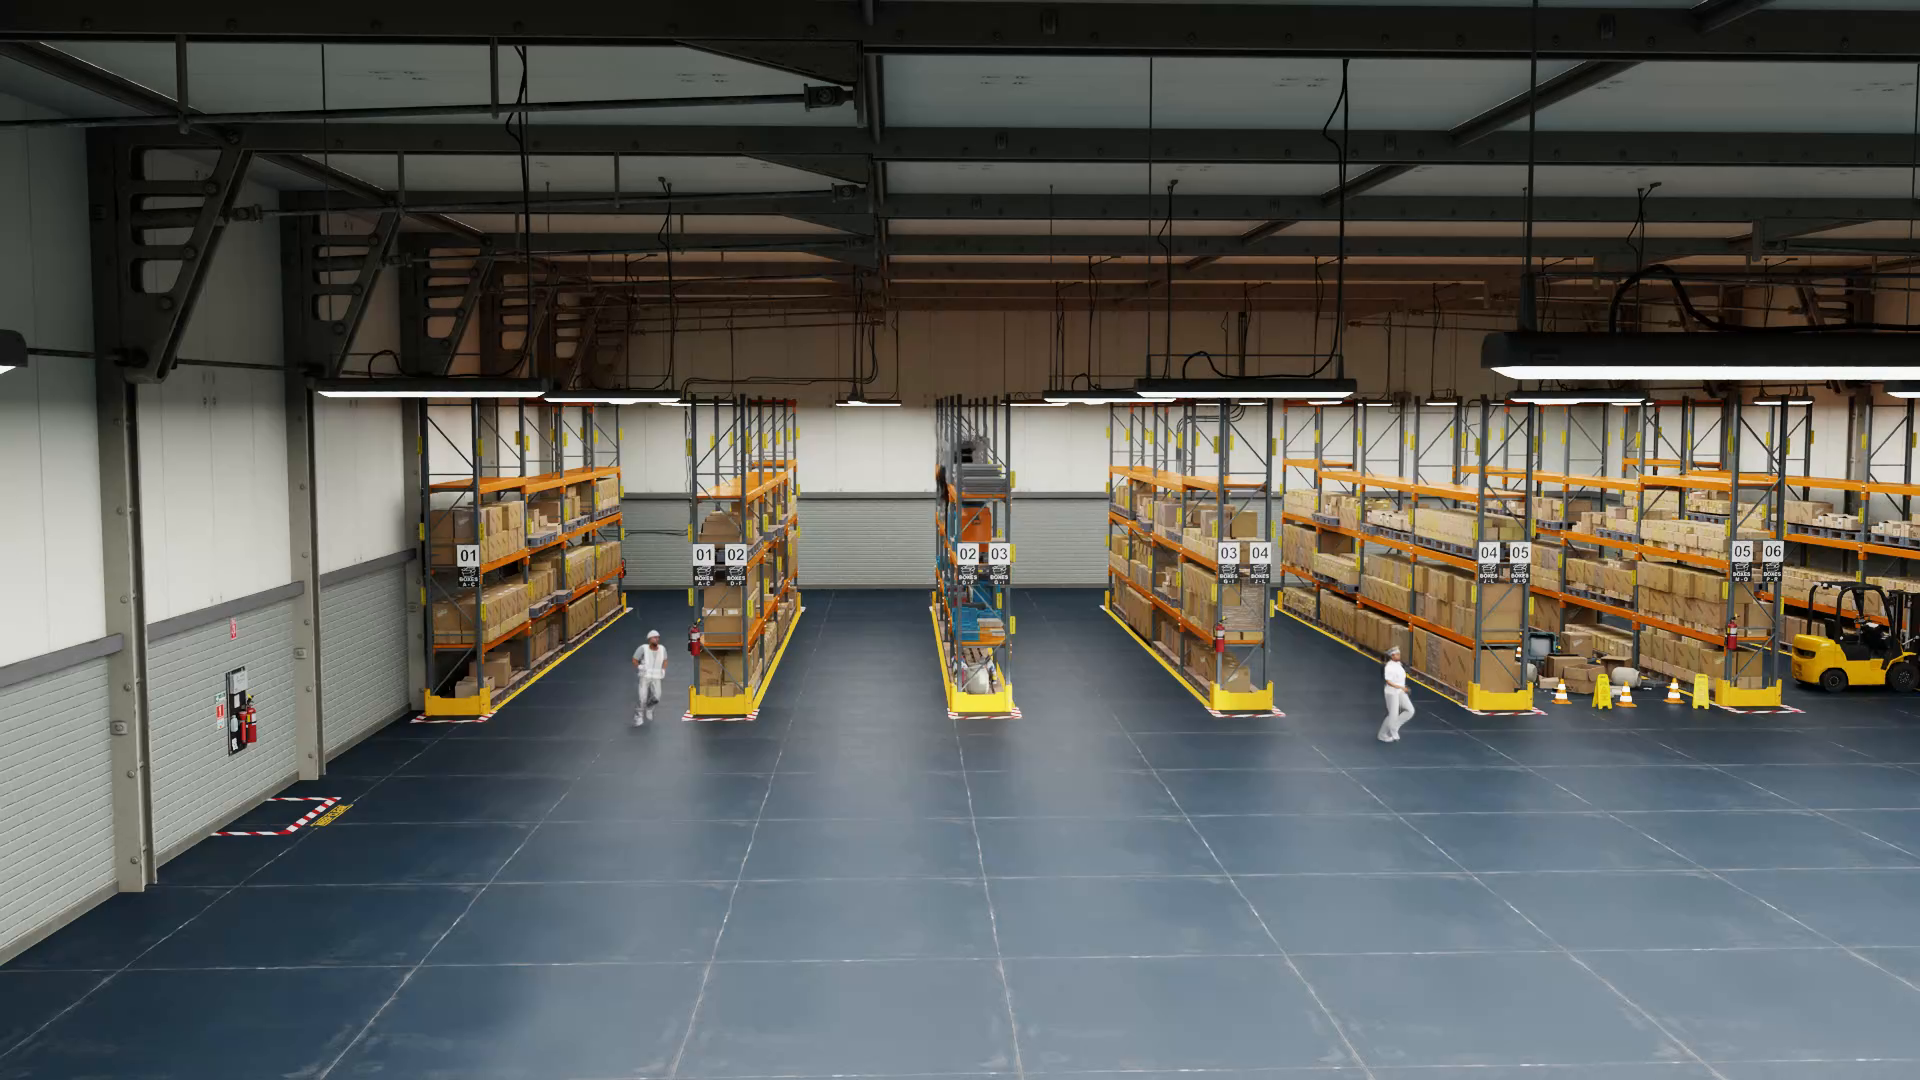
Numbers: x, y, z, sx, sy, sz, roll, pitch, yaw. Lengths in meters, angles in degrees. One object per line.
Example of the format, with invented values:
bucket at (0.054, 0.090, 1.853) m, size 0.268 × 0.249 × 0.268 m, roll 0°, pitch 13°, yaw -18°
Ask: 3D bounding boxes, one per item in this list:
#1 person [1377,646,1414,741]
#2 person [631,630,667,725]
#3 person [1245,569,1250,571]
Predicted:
person at (7.499, 2.637, 28.590) m, size 0.603 × 1.658 × 0.579 m, roll 4°, pitch 6°, yaw 40°
person at (-5.607, 2.493, 30.225) m, size 0.683 × 1.702 × 0.564 m, roll -2°, pitch 5°, yaw -25°
person at (8.038, 1.241, 45.557) m, size 0.653 × 1.790 × 0.859 m, roll 0°, pitch 4°, yaw 1°
